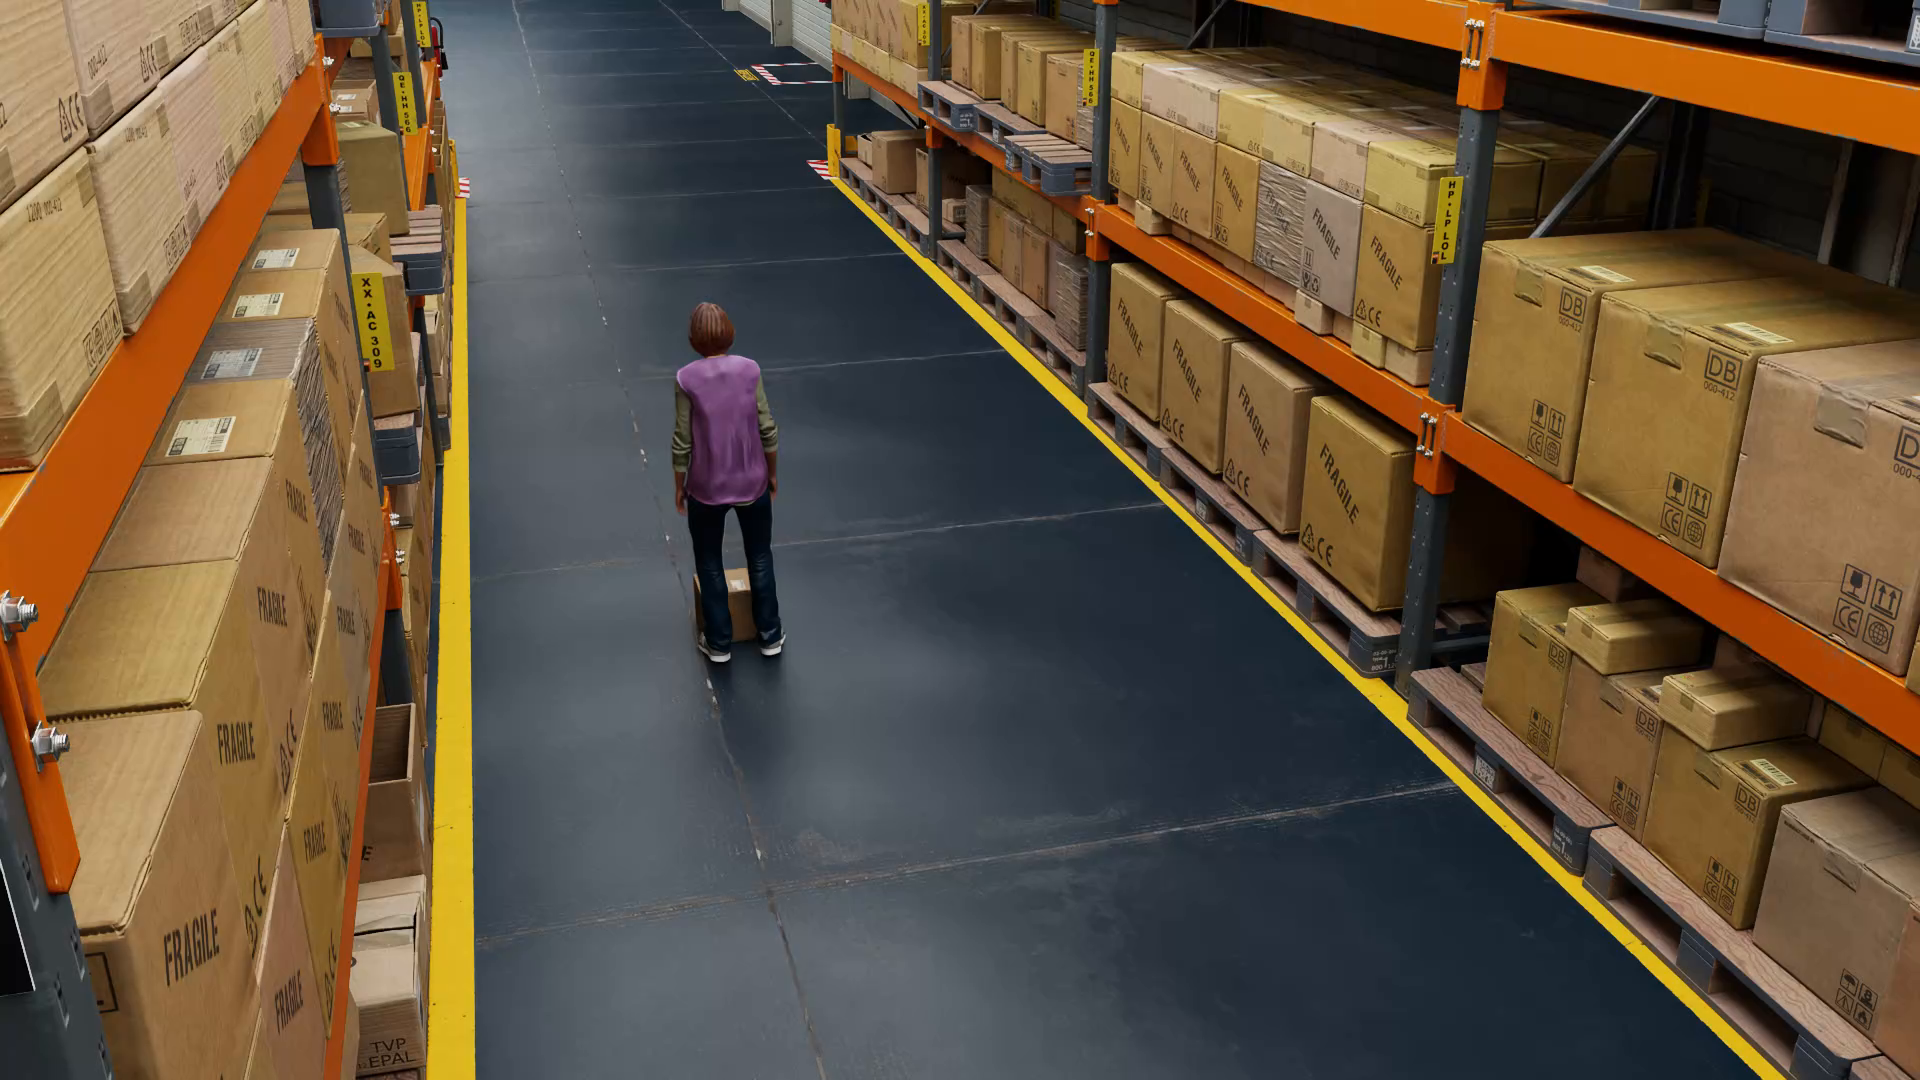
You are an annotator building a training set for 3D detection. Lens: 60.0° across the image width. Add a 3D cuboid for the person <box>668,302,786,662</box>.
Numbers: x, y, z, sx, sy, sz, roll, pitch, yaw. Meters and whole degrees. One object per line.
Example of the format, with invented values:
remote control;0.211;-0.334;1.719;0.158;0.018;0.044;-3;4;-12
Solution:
person;-1.002;-0.226;7.135;0.481;1.593;0.342;-7;24;-16
